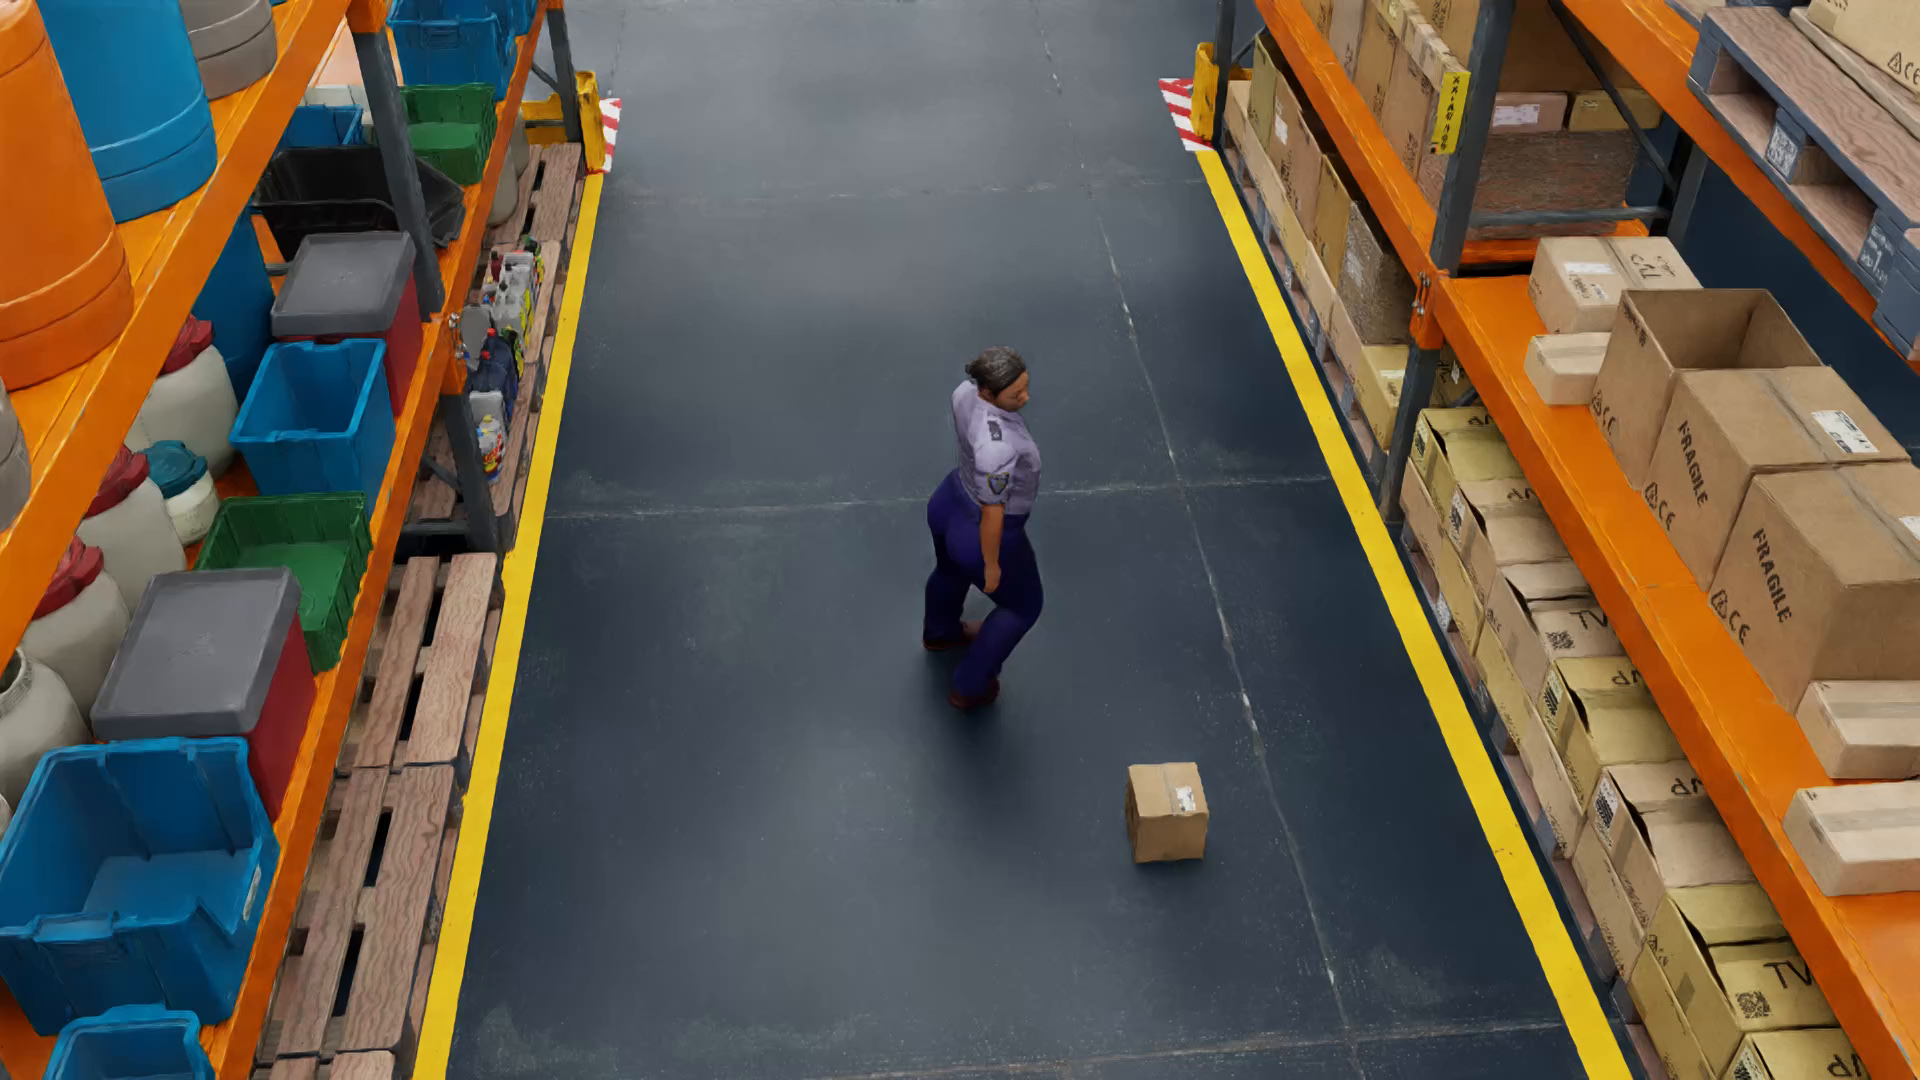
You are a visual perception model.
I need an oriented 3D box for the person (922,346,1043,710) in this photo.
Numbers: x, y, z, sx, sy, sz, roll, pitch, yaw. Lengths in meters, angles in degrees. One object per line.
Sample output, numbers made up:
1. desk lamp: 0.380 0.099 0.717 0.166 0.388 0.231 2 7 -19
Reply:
1. person: 0.069 -0.077 6.261 0.406 1.618 0.569 -14 42 -17
